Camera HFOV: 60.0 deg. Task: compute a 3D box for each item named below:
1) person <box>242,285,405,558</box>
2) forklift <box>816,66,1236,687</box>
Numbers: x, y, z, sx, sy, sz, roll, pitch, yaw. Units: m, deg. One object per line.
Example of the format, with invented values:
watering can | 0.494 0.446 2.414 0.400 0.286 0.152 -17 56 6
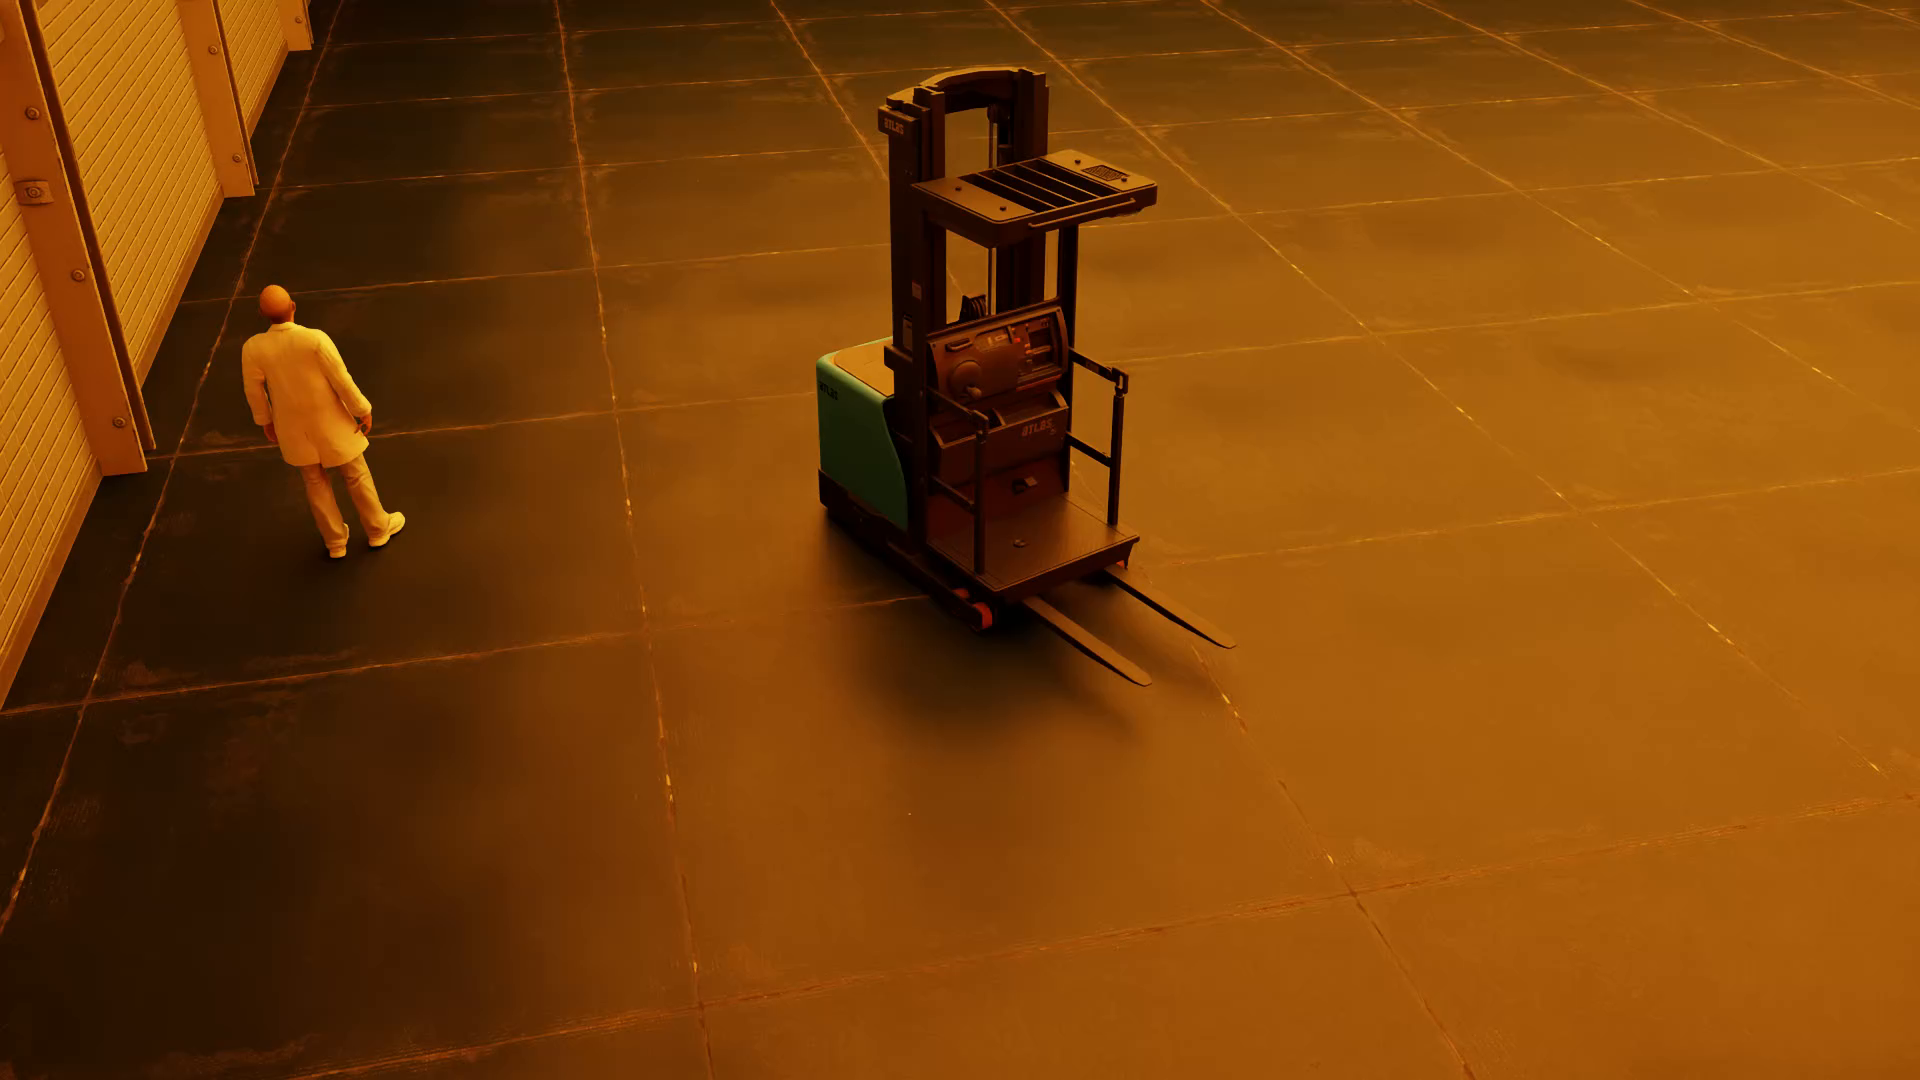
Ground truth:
person | -3.863 -0.746 9.999 0.698 1.777 0.581 -2 30 -3
forklift | 0.355 -1.021 9.338 1.130 2.935 3.031 -20 35 -30
